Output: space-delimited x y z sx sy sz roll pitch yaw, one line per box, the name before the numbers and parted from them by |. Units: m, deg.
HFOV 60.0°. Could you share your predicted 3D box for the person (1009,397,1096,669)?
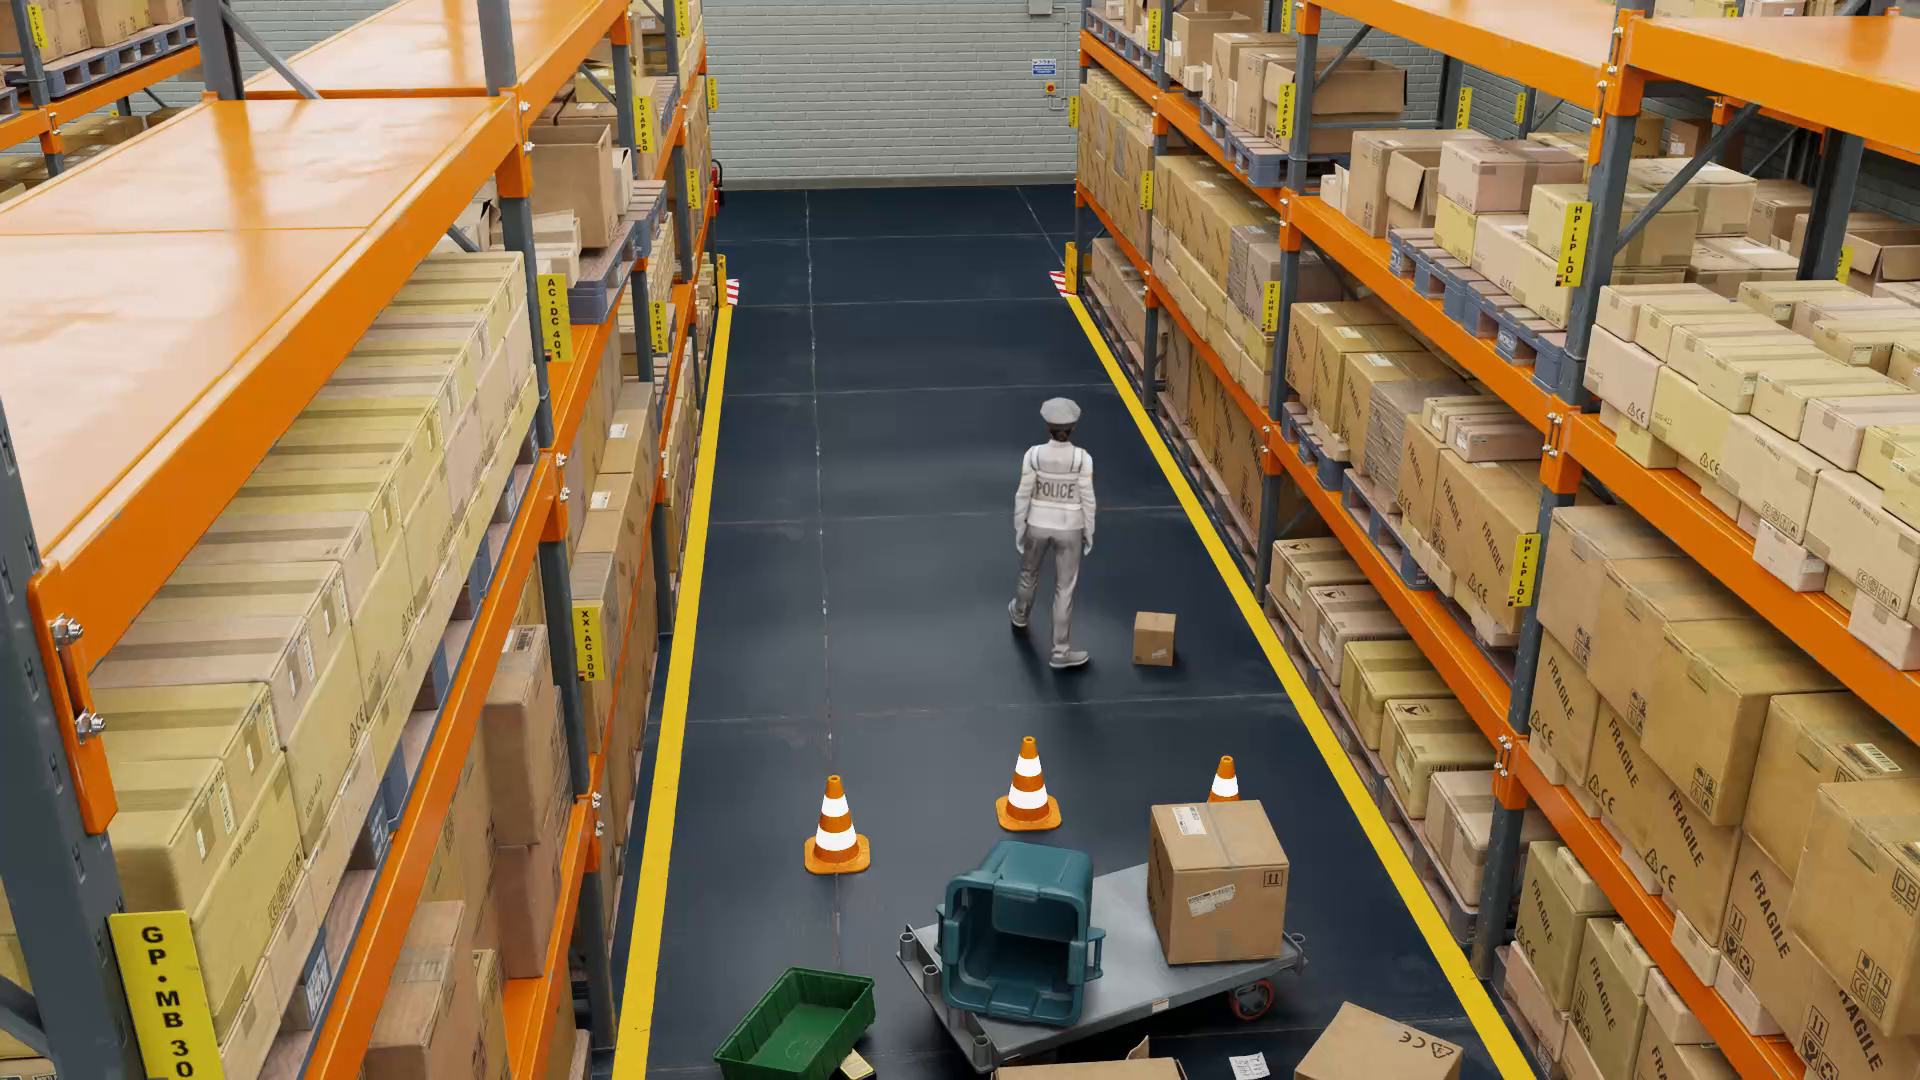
person | 0.557 -0.095 10.467 0.642 1.655 0.772 6 25 14
